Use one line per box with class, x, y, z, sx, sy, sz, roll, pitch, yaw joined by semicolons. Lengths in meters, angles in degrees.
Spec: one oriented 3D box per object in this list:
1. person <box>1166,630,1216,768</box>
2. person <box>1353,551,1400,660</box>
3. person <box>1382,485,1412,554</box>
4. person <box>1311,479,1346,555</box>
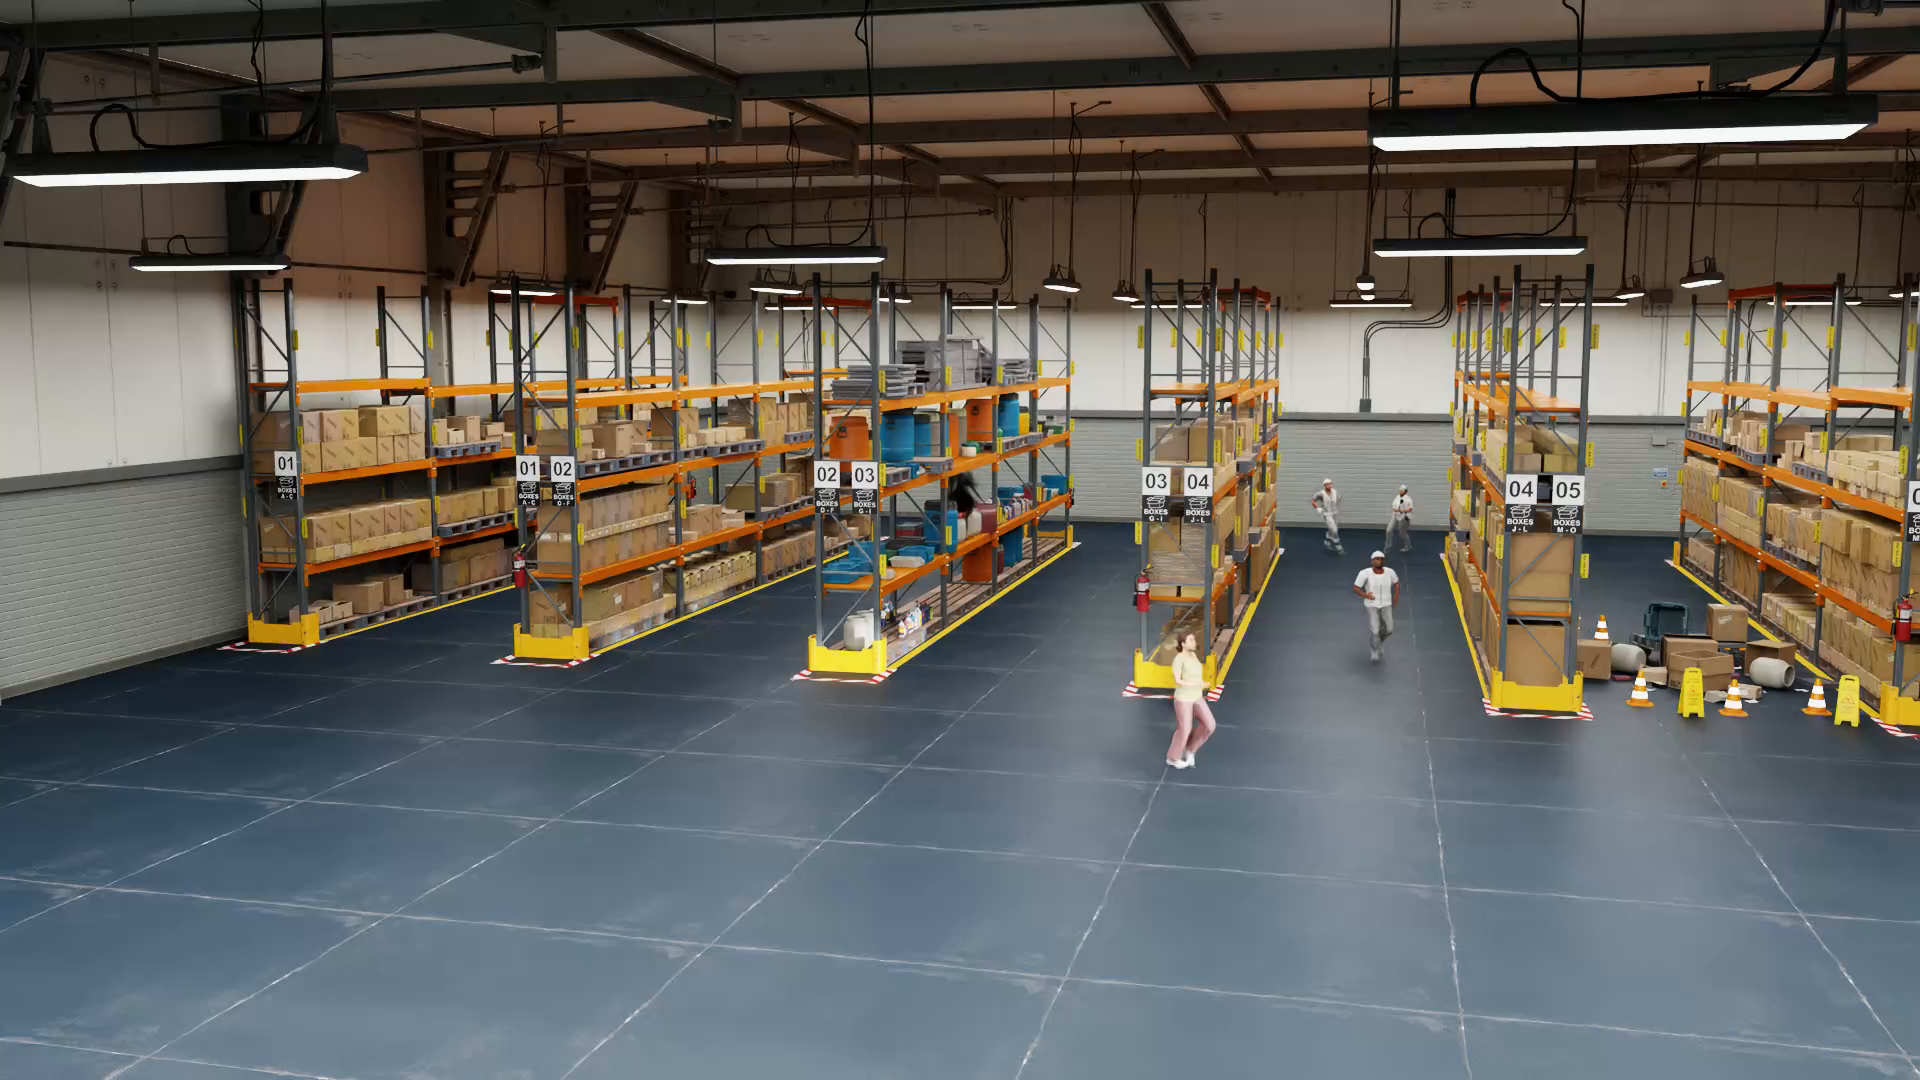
person;2.678;1.860;19.364;0.556;1.635;0.616;-7;10;-44
person;6.542;1.029;26.000;0.770;1.721;0.526;0;7;-4
person;10.381;-0.455;38.990;0.765;1.689;0.687;-4;8;-28
person;8.656;-0.562;39.084;0.662;1.785;0.848;-3;8;-27
